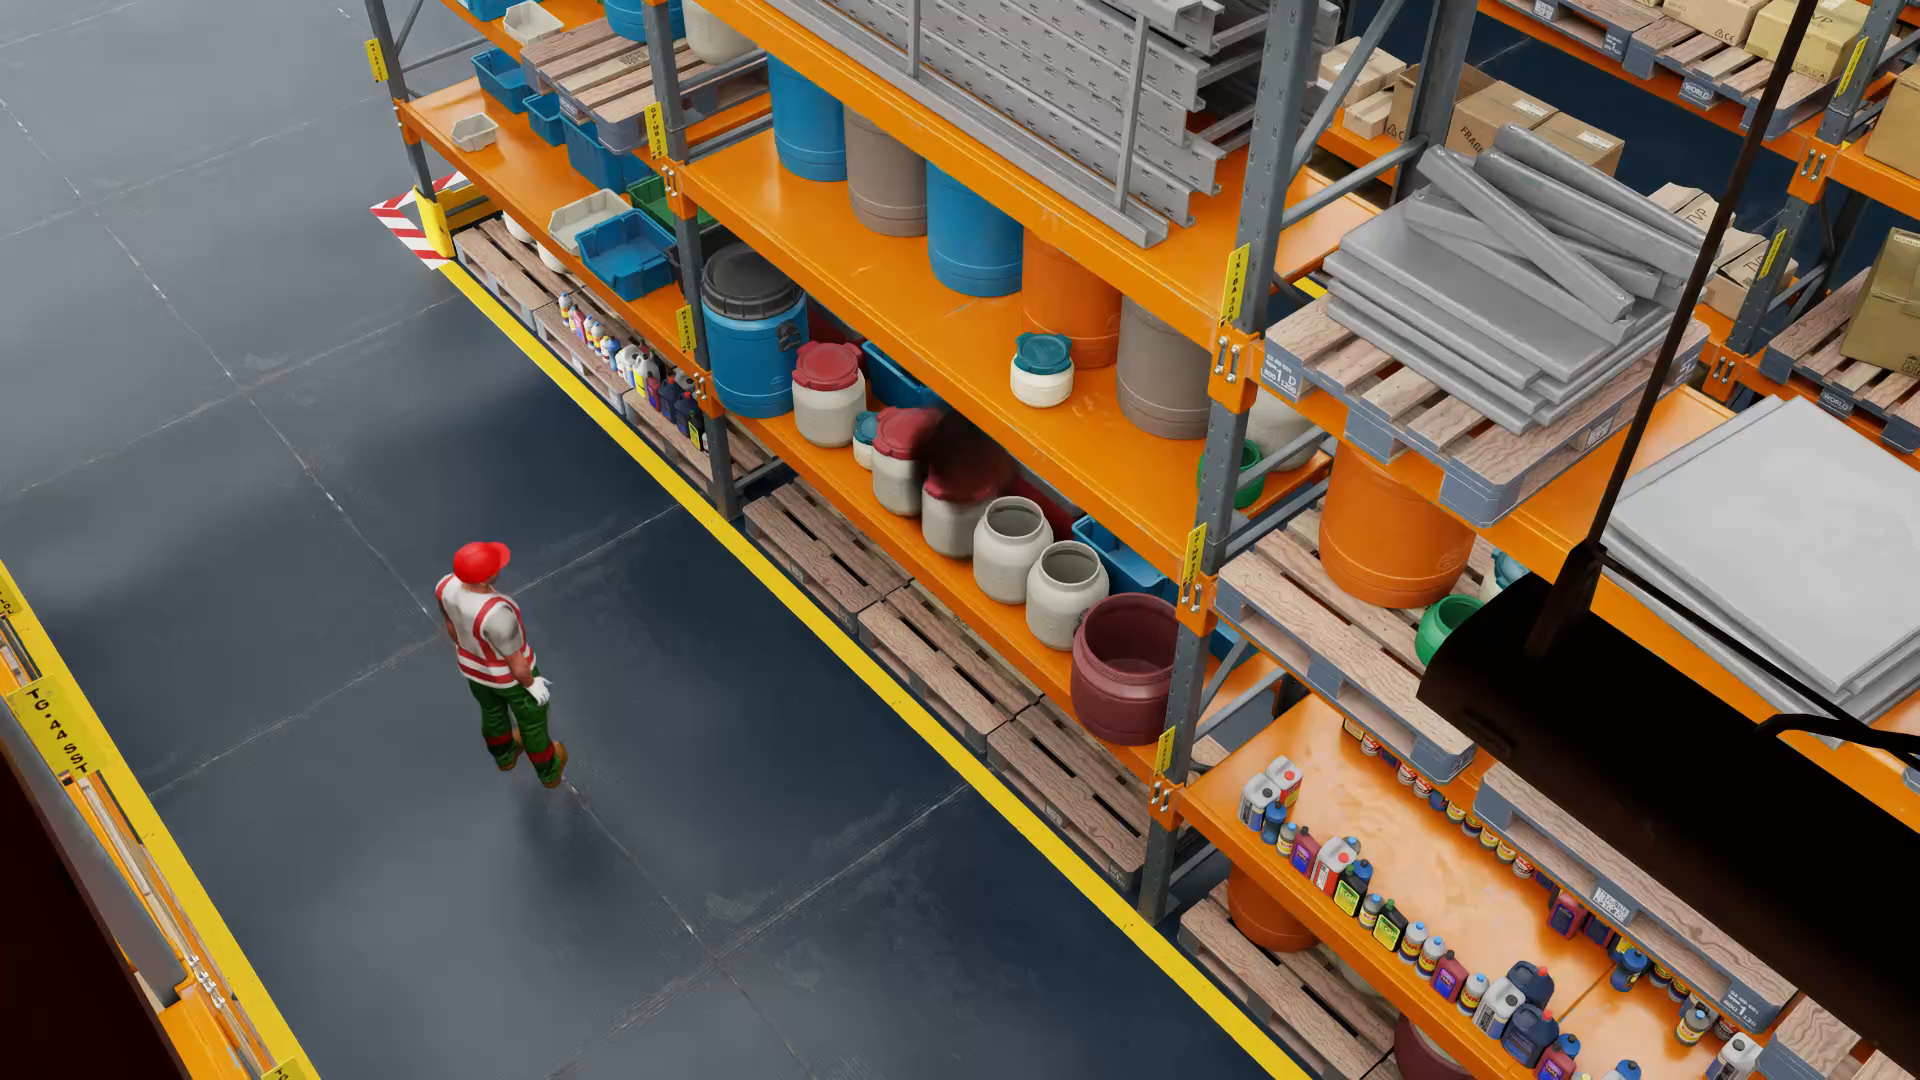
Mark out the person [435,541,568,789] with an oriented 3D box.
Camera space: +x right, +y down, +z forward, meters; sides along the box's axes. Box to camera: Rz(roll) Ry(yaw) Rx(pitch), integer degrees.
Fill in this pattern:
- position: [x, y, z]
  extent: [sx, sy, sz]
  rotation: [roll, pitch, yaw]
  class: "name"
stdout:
- position: [-2.397, 0.647, 8.713]
  extent: [0.574, 1.795, 0.370]
  rotation: [18, 49, 16]
  class: "person"
